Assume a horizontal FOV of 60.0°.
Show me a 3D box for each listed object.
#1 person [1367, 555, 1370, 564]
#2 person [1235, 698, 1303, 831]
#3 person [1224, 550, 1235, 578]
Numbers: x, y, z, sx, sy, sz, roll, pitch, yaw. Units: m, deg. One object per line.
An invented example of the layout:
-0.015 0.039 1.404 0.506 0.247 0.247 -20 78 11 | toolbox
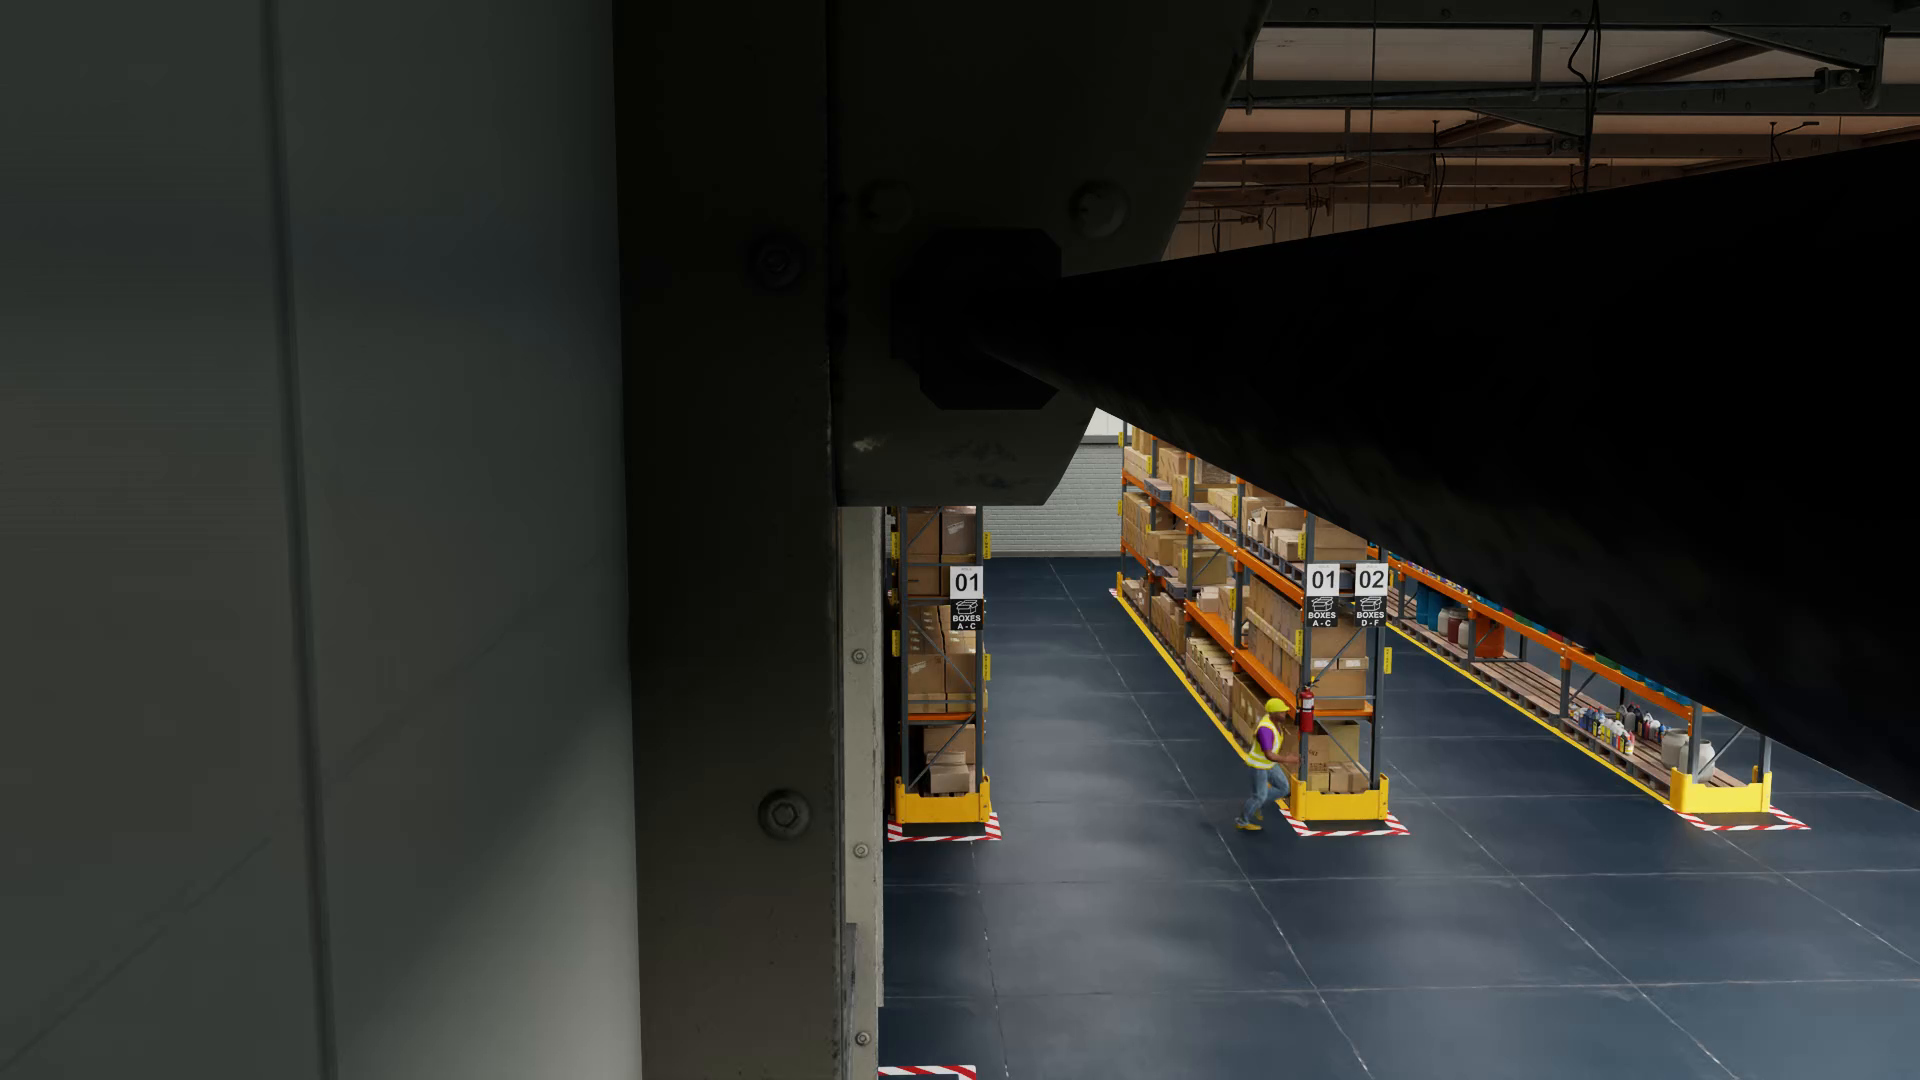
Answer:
9.027 0.139 37.953 0.669 1.742 0.726 6 10 38 | person
3.735 2.708 19.998 0.843 1.680 0.717 4 9 28 | person
5.846 0.513 36.146 0.612 1.618 0.957 -1 8 -6 | person
